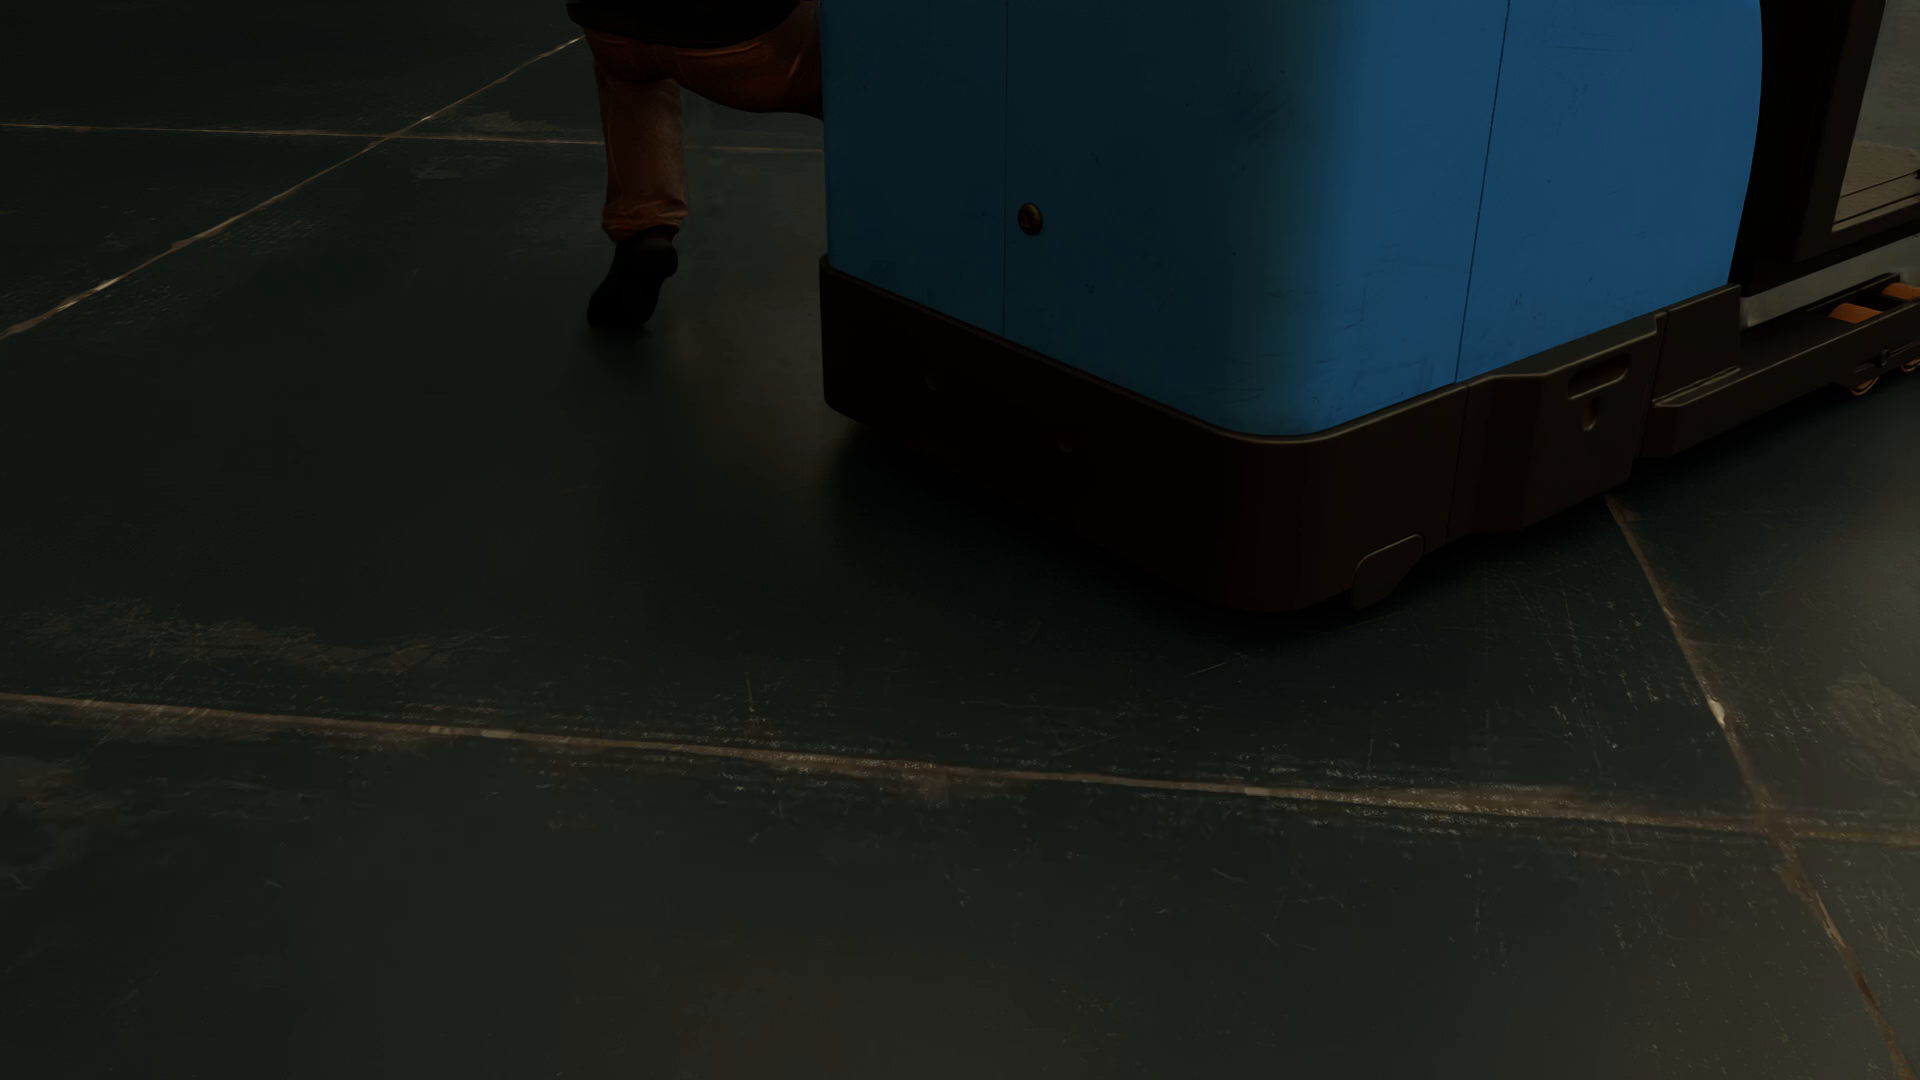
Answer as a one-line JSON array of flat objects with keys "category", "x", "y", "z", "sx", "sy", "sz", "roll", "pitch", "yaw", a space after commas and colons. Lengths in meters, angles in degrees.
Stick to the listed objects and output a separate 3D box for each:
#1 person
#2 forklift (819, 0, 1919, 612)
[{"category": "person", "x": -0.329, "y": -1.031, "z": 2.943, "sx": 0.992, "sy": 1.498, "sz": 0.759, "roll": 14, "pitch": 30, "yaw": 25}, {"category": "forklift", "x": 1.238, "y": -1.737, "z": 2.699, "sx": 3.031, "sy": 2.935, "sz": 1.130, "roll": -20, "pitch": 33, "yaw": -34}]
